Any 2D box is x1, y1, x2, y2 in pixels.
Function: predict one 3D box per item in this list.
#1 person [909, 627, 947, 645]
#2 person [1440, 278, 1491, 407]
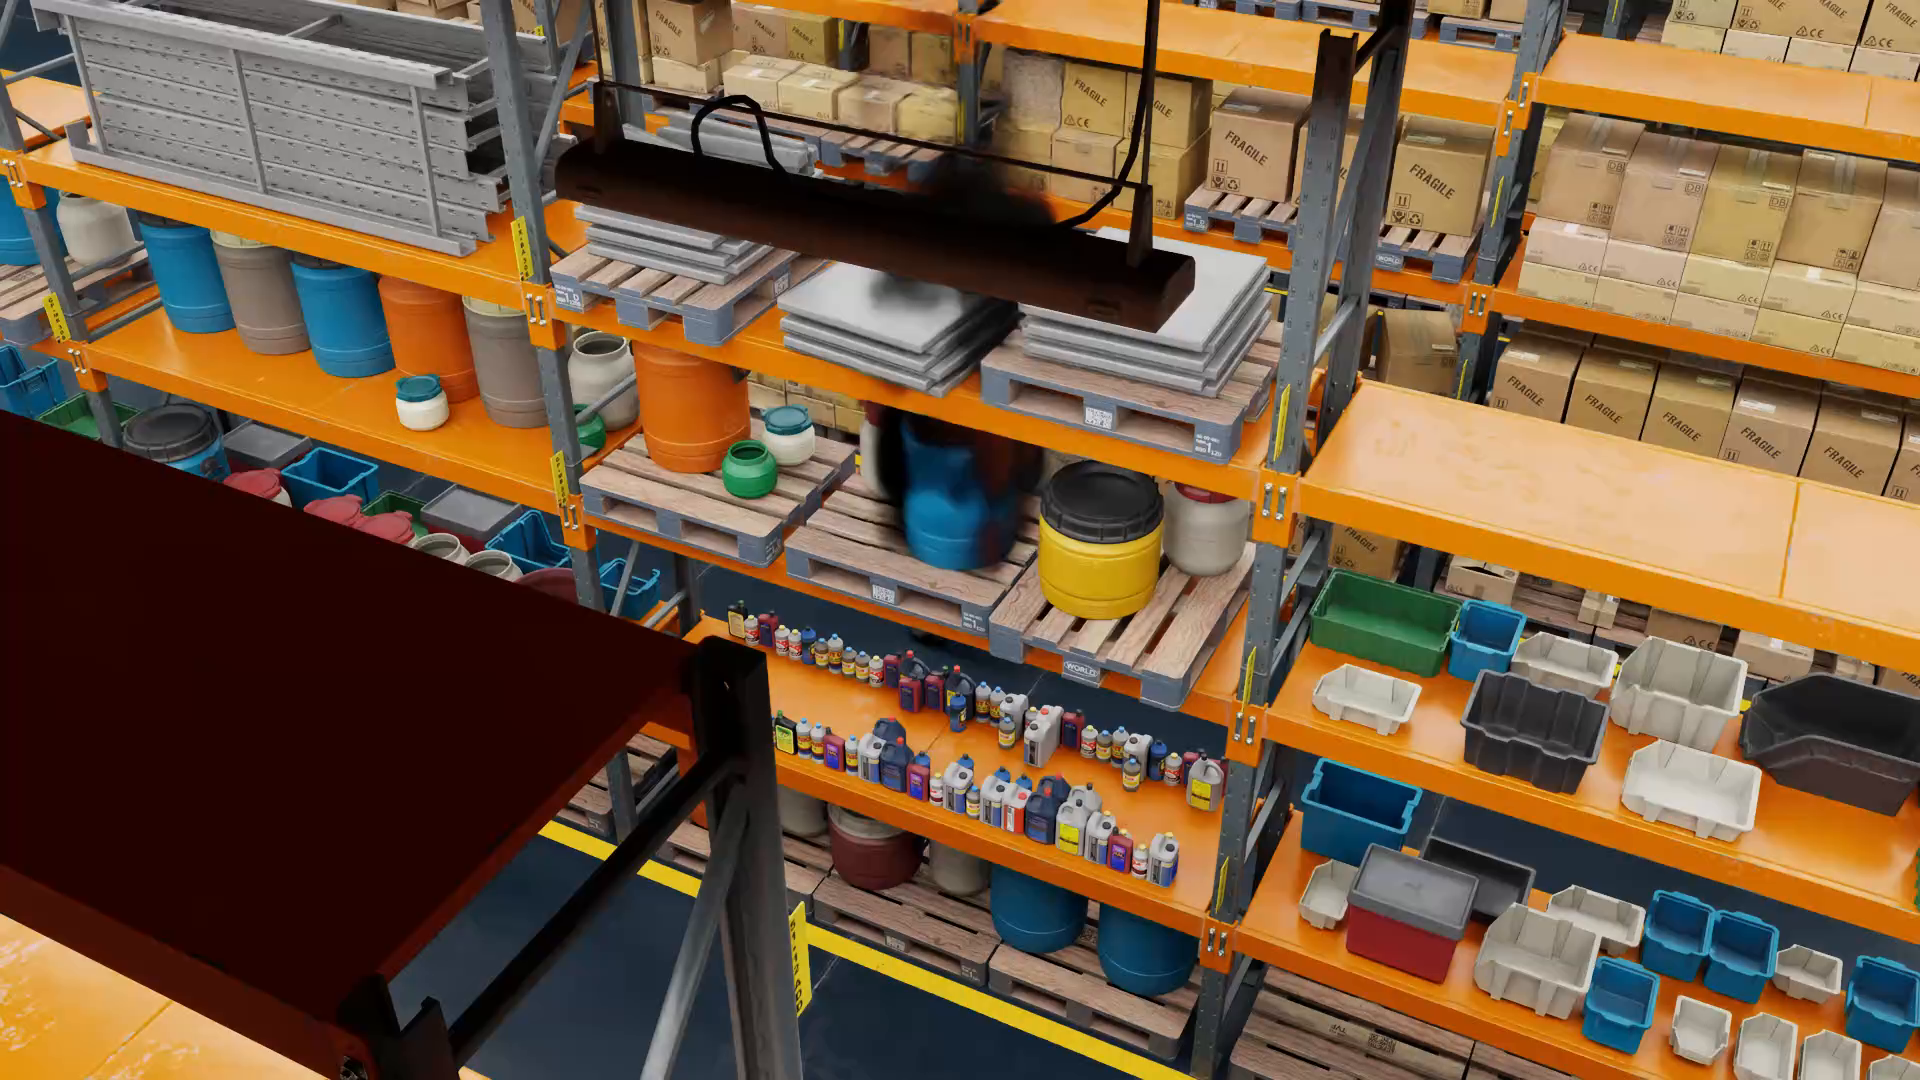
[{"bbox_3d":[-0.024,0.104,12.263,0.760,1.684,0.669,12,37,16],"label":"person"},{"bbox_3d":[4.598,-1.738,14.946,0.728,1.678,0.602,13,37,18],"label":"person"}]
